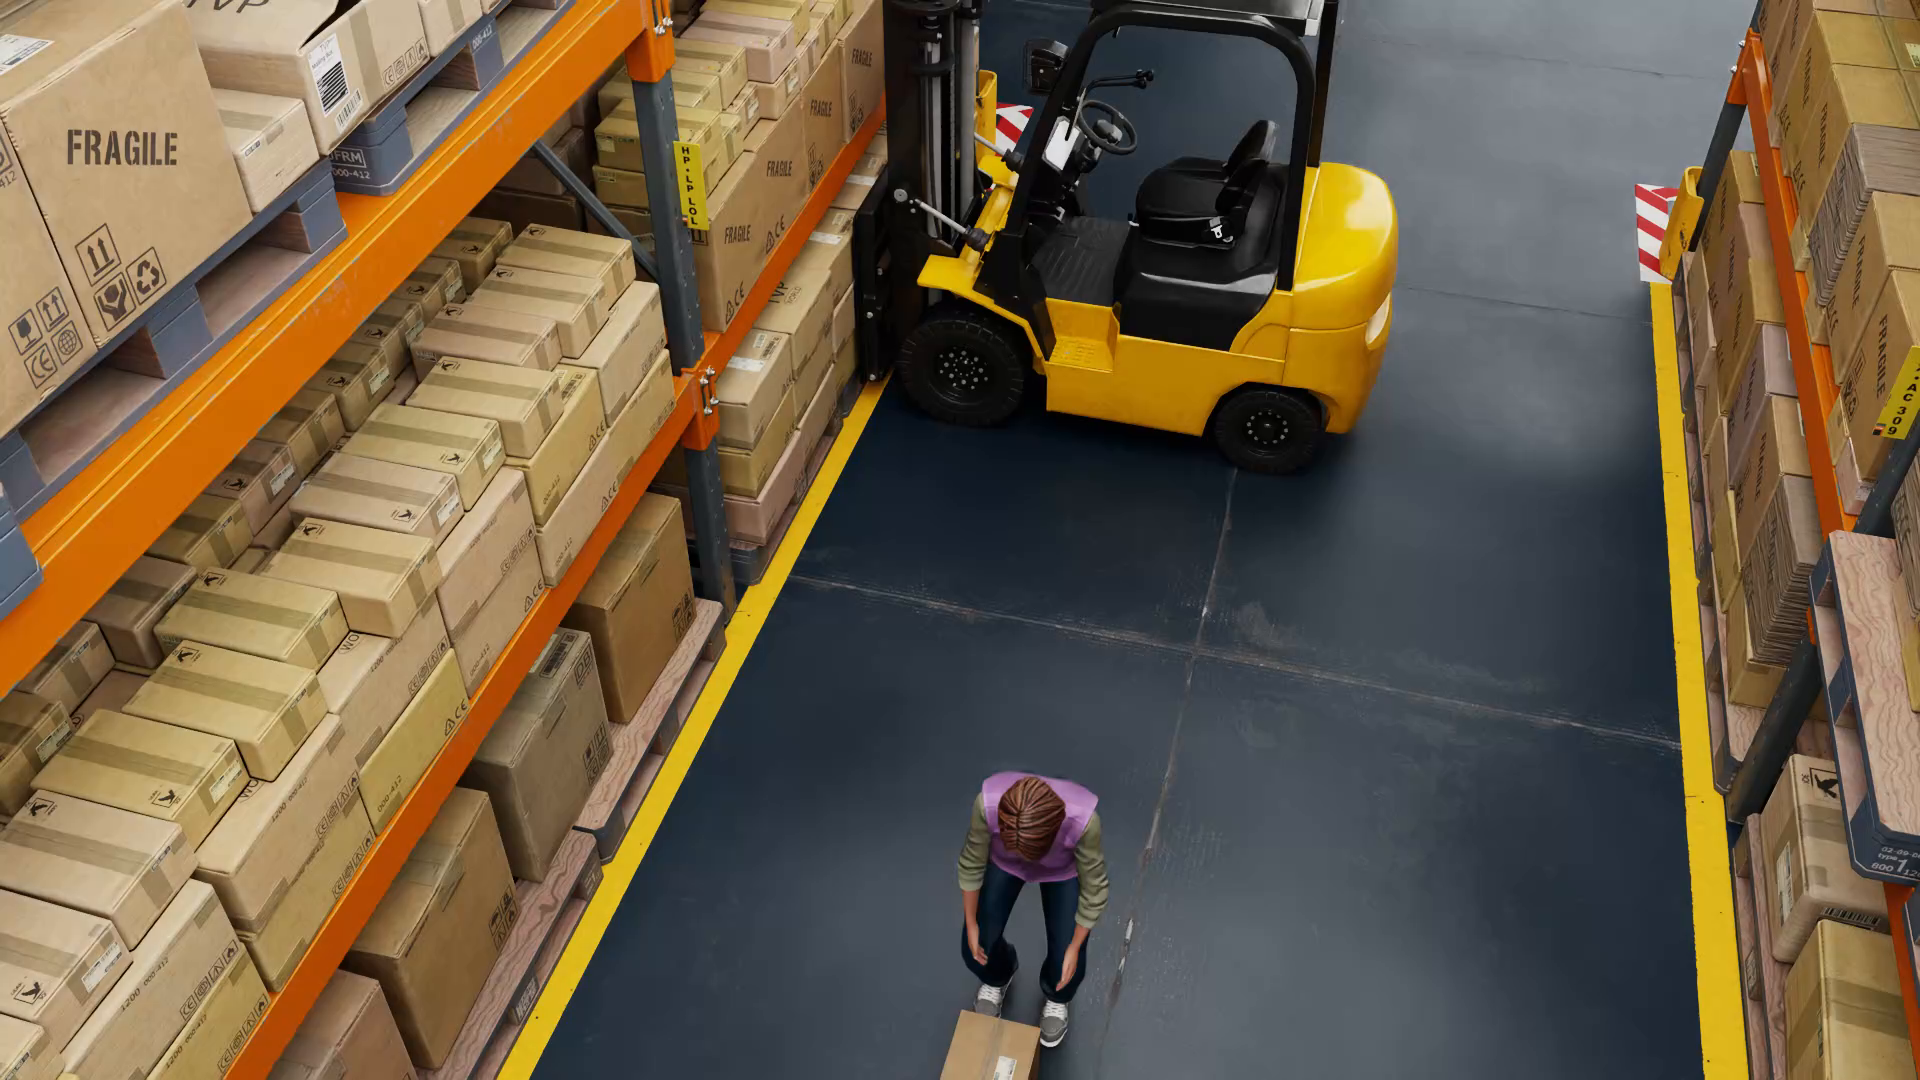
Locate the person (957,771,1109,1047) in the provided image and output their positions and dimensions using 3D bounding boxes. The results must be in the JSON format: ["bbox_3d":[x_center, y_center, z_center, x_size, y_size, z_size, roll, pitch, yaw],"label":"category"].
[{"bbox_3d":[0.237,1.085,5.117,0.459,1.376,0.601,10,43,11],"label":"person"}]
